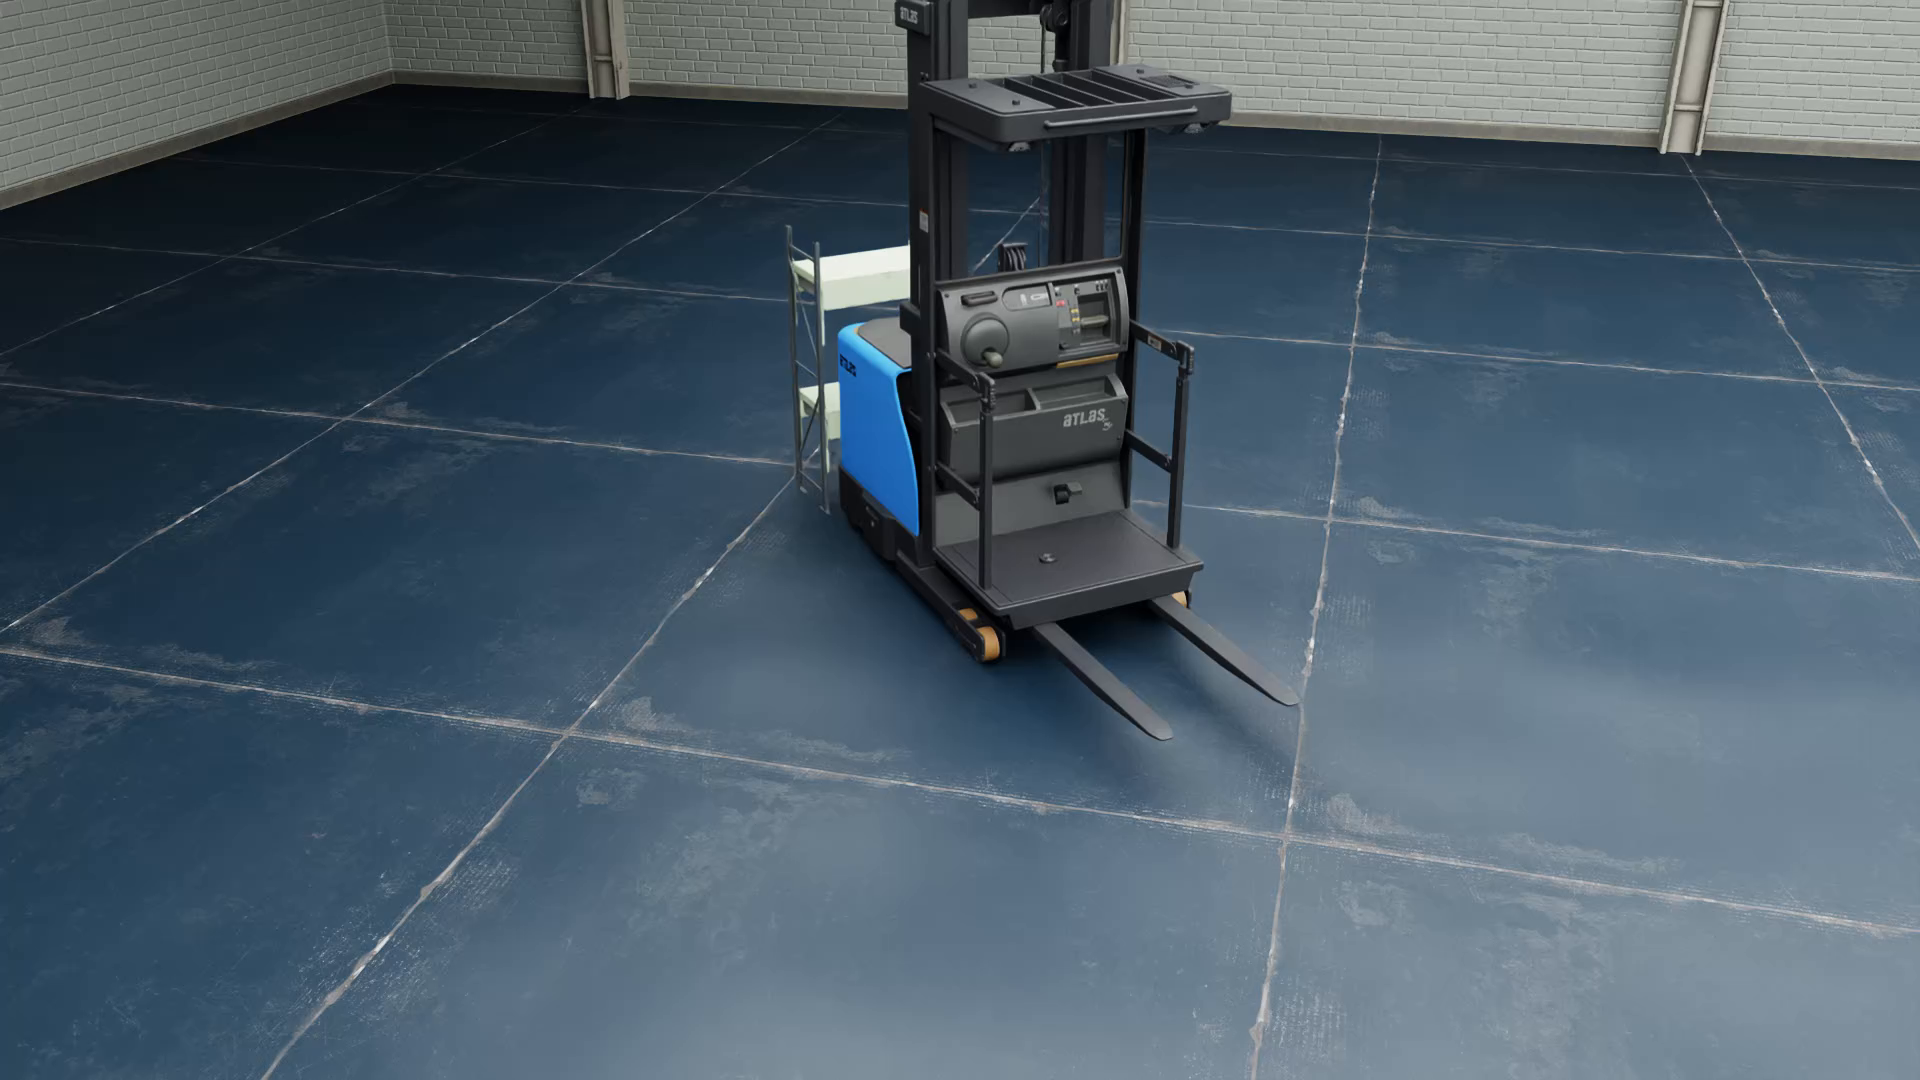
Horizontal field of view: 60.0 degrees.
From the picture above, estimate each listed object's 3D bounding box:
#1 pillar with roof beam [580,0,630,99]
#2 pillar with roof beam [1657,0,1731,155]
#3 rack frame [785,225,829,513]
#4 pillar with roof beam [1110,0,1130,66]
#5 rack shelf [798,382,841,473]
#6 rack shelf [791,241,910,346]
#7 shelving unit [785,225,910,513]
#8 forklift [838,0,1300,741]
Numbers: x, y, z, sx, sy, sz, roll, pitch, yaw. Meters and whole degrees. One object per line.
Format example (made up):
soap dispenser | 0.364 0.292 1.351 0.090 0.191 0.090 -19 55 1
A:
pillar with roof beam | -5.259 -7.582 14.206 0.400 9.000 9.100 6 26 13
pillar with roof beam | 6.363 -6.297 11.508 0.400 9.000 9.100 6 26 13
rack frame | -0.815 -0.900 8.895 0.023 1.500 0.400 -13 28 -25
pillar with roof beam | 0.552 -6.939 12.857 0.400 9.000 9.100 6 26 13
rack shelf | -0.492 -0.679 9.189 0.720 0.370 0.431 -13 28 -25
rack shelf | -0.492 -1.326 8.882 0.720 0.370 0.431 -13 28 -25
shelving unit | -0.492 -0.973 9.049 0.755 1.500 0.431 -13 28 -25
forklift | 0.444 -0.979 7.397 1.130 2.935 3.031 -12 28 -23
